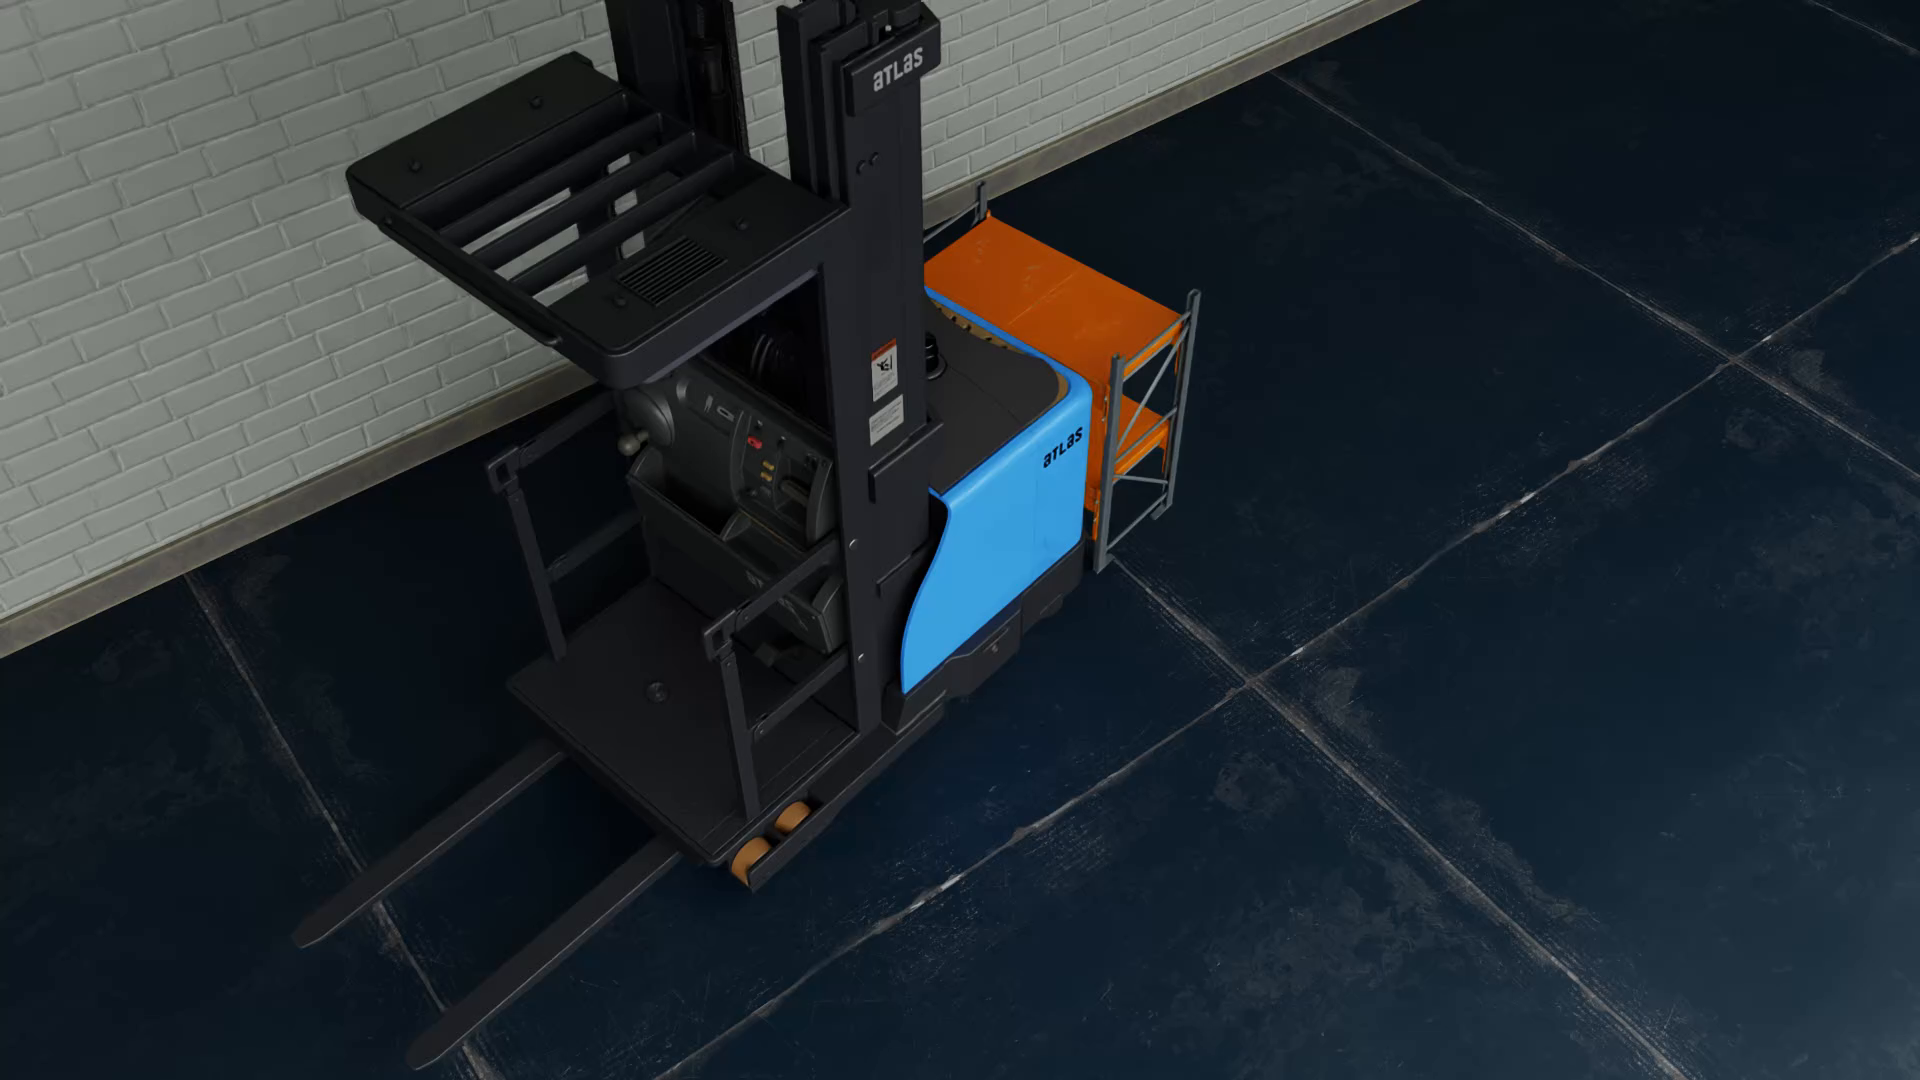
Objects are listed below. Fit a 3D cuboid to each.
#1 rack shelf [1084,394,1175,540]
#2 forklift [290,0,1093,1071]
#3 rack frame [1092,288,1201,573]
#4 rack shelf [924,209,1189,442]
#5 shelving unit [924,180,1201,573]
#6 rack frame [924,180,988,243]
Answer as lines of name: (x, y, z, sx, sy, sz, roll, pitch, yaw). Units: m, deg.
rack shelf: (0.319, -0.475, 6.751, 1.000, 0.278, 0.538, 33, 56, 26)
forklift: (-0.878, -0.237, 4.985, 1.130, 2.935, 3.031, 34, 56, 27)
rack frame: (0.704, -0.394, 6.346, 0.032, 1.125, 0.500, 33, 56, 26)
rack shelf: (0.319, -0.836, 6.353, 1.000, 0.278, 0.538, 33, 56, 26)
shelving unit: (0.319, -0.640, 6.570, 1.048, 1.125, 0.538, 33, 56, 26)
rack frame: (-0.066, -0.886, 6.793, 0.032, 1.125, 0.500, 33, 56, 26)
